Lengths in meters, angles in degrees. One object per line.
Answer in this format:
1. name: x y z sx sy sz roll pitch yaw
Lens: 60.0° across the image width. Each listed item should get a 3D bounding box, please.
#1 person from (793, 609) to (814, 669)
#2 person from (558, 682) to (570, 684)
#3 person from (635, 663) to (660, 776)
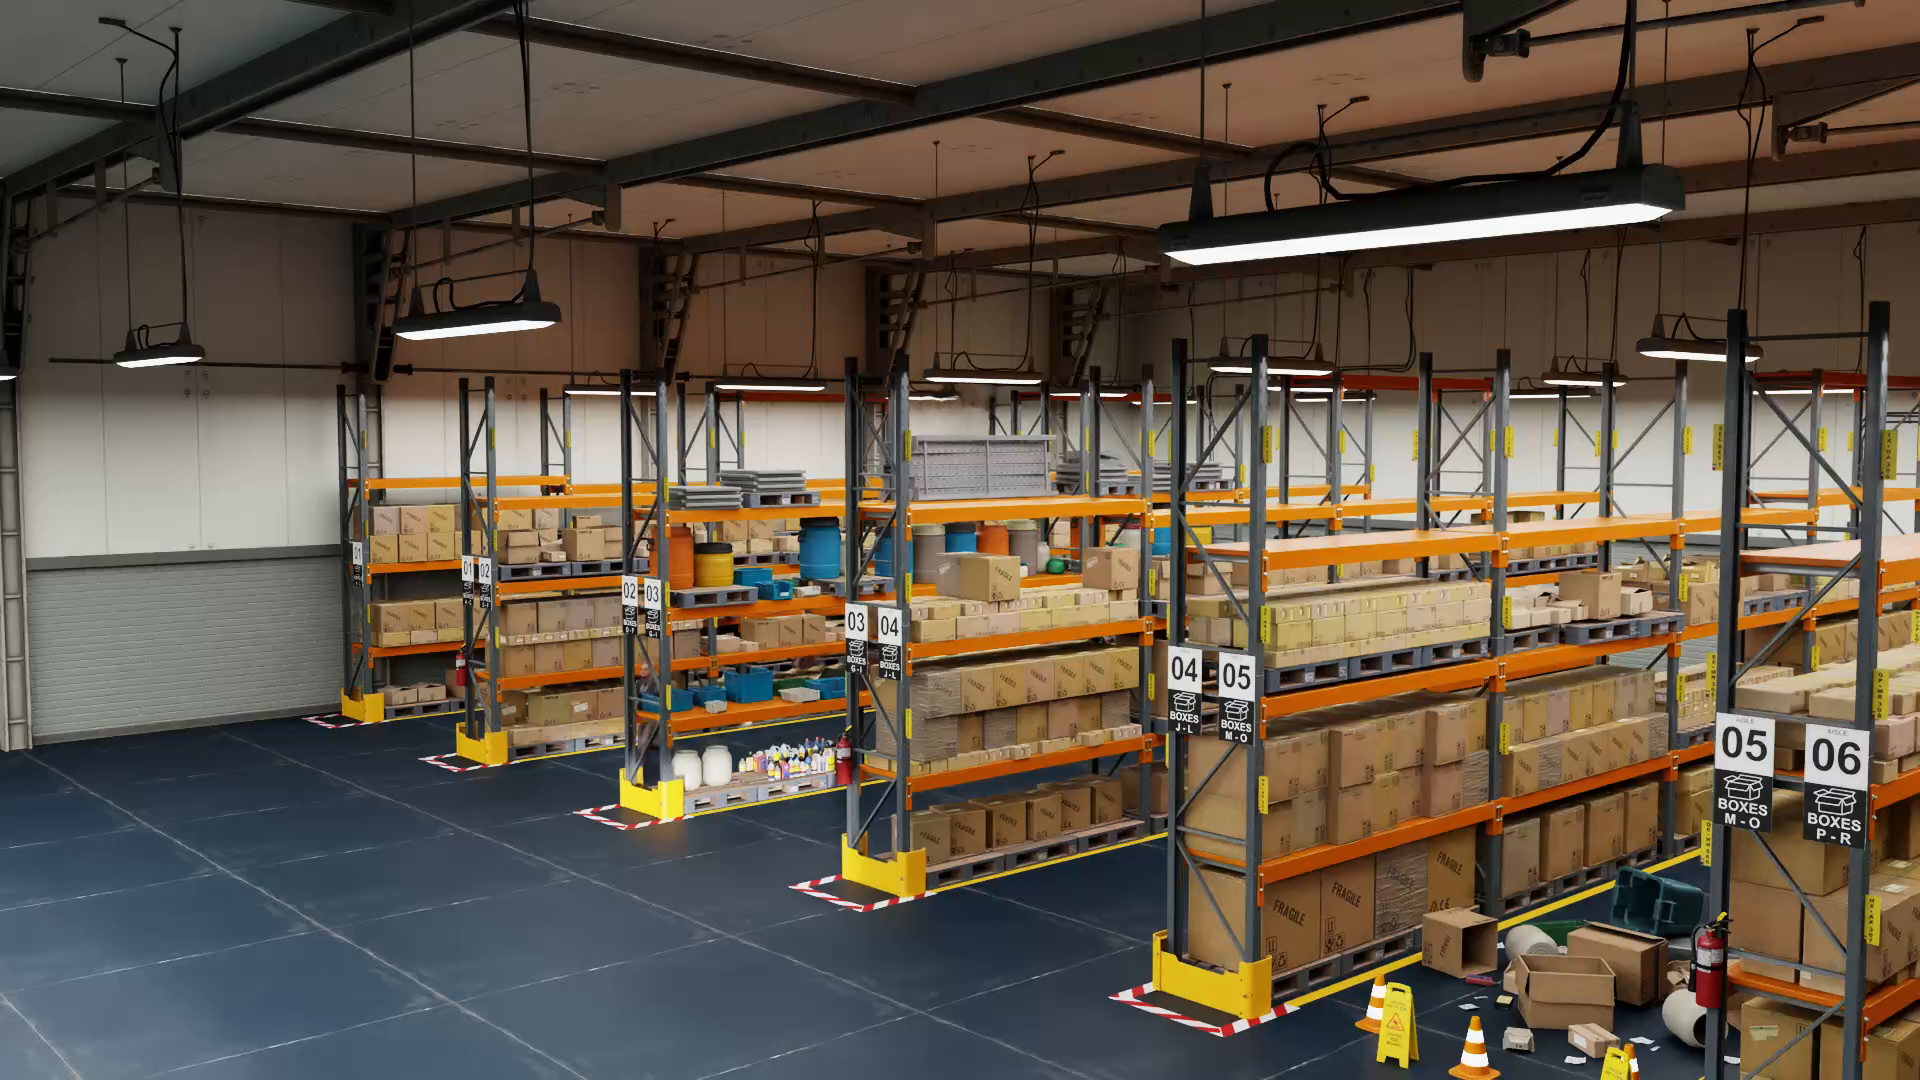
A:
1. person: -2.991 2.189 32.631 0.555 1.697 0.880 3 5 43
2. person: -6.958 2.406 29.502 0.628 1.664 0.502 2 4 27
3. person: -4.642 2.686 24.992 0.684 1.713 0.884 2 4 25
